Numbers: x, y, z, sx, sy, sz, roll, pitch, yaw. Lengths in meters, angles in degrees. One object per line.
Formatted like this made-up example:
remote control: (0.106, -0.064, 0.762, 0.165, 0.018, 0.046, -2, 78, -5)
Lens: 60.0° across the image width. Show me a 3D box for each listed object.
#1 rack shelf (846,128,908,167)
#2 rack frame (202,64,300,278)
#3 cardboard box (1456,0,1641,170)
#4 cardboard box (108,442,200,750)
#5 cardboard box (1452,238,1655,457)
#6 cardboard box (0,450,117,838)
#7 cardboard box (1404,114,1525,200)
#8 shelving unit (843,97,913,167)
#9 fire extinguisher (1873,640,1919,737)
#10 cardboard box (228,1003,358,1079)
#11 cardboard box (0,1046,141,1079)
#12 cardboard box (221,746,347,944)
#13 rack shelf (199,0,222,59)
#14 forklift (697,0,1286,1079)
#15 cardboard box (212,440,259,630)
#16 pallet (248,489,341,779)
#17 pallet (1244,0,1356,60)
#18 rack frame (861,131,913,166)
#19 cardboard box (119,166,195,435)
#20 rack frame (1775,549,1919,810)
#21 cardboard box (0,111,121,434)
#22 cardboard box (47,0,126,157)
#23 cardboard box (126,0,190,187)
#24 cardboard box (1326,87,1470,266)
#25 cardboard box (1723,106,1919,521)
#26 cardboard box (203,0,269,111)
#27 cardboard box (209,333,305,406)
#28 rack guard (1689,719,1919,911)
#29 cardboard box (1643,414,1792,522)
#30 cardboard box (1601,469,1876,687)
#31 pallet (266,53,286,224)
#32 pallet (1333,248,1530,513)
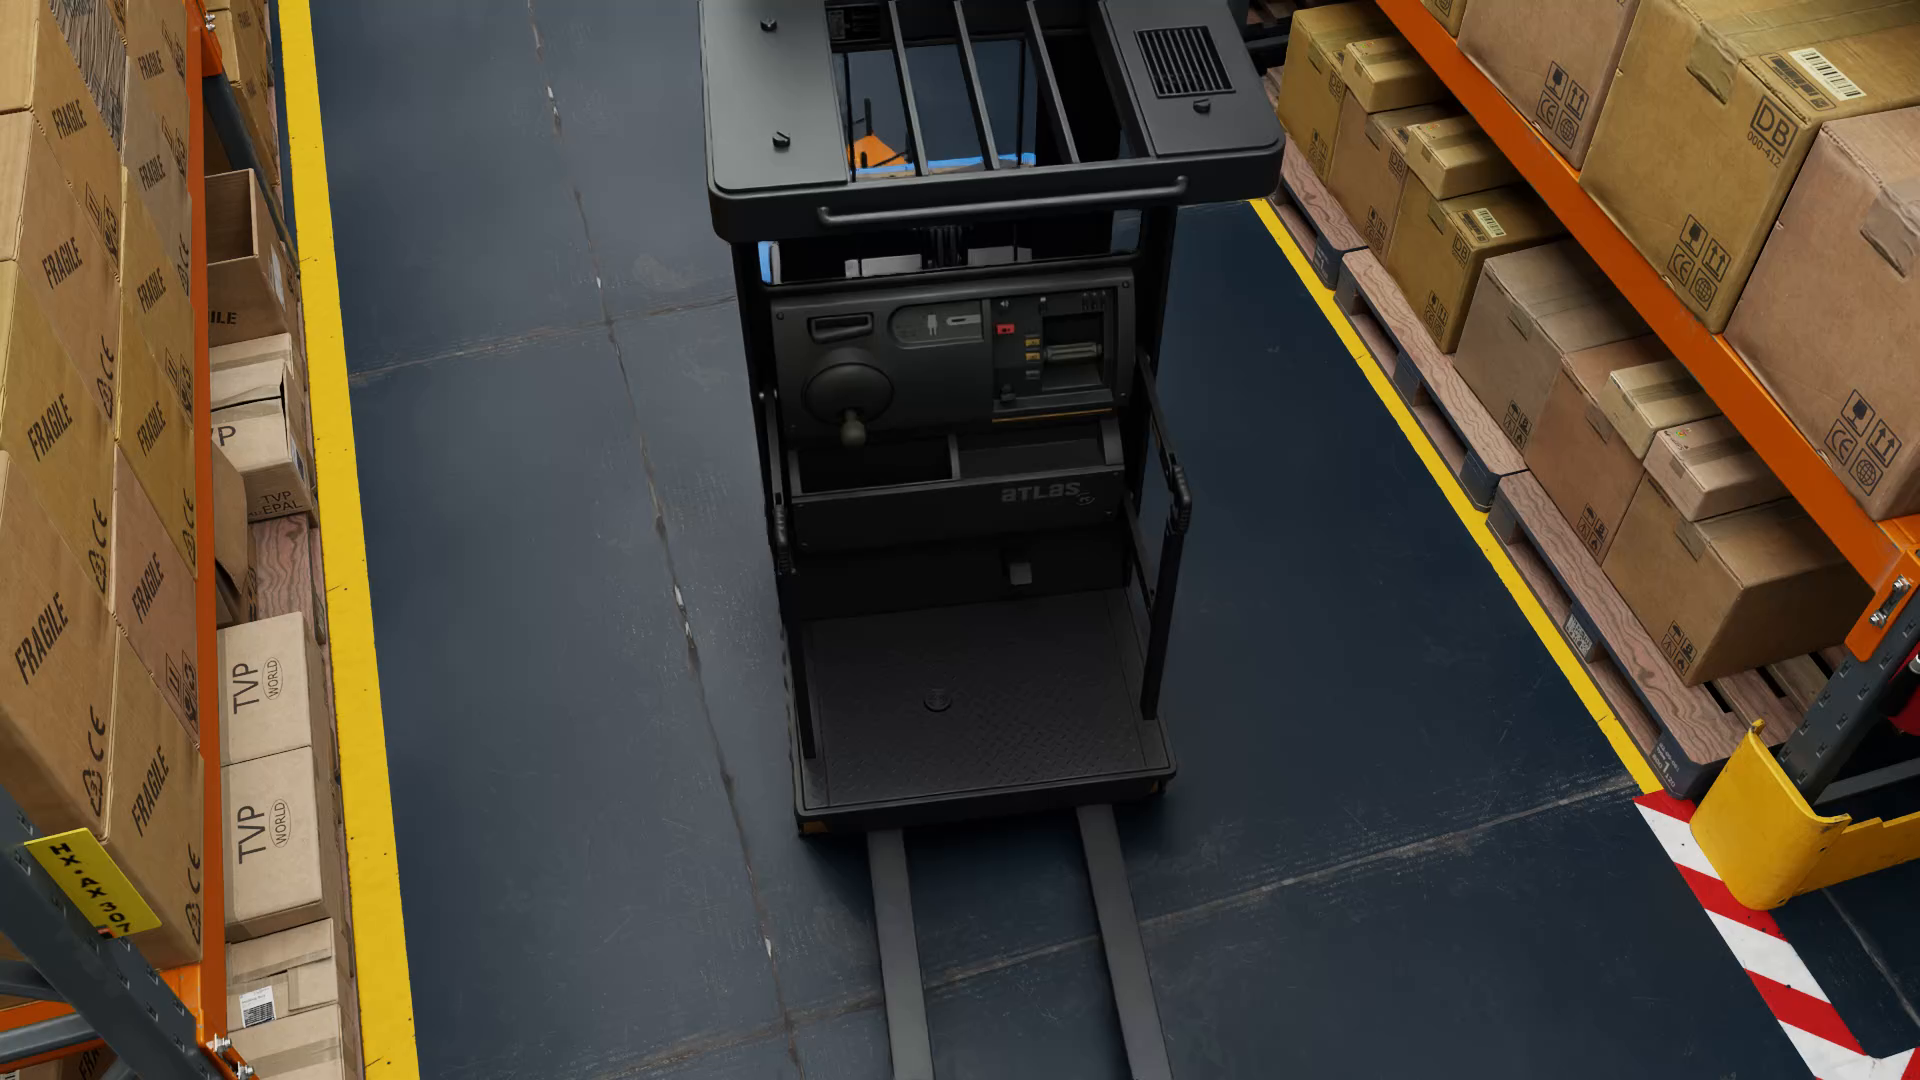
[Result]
rack shelf: (-0.310, -1.216, 5.726, 0.215, 0.259, 0.240, -30, 54, -23)
rack frame: (-3.128, -1.948, 5.431, 1.000, 3.000, 0.127, -13, 51, -11)
cardboard box: (2.183, -1.704, 5.029, 0.980, 0.700, 0.700, -16, 52, -13)
cardboard box: (-1.982, 0.182, 3.570, 0.500, 0.500, 0.500, -14, 51, -11)
cardboard box: (2.186, -0.700, 5.739, 0.700, 0.500, 0.500, -15, 51, -12)
cardboard box: (-1.824, 0.235, 2.871, 0.500, 0.500, 0.500, -12, 51, -10)
cardboard box: (1.808, -1.368, 5.877, 0.380, 0.149, 0.250, -15, 51, -12)
shelving unit: (-0.305, -1.035, 5.931, 0.215, 1.050, 0.252, -30, 54, -23)
fire extinguisher: (2.390, 0.210, 3.905, 0.296, 0.674, 0.183, -13, 51, -11)
cardboard box: (-1.741, 1.367, 4.213, 0.380, 0.149, 0.250, -13, 51, -11)
cardboard box: (-2.341, 1.296, 4.043, 0.500, 0.500, 0.500, -13, 51, -11)
cardboard box: (-1.983, 0.891, 4.547, 0.500, 0.250, 0.500, -13, 51, -11)
rack shelf: (-3.719, -3.177, 6.937, 1.077, 0.370, 4.000, -13, 51, -11)
forklift: (0.021, -0.359, 4.136, 1.130, 2.935, 3.031, -6, 50, -5)
cardboard box: (-2.567, 0.086, 5.061, 0.797, 0.503, 0.637, -13, 51, -11)
pallet: (-2.561, 0.345, 5.321, 1.003, 0.211, 1.213, -13, 51, -11)
pallet: (1.303, -2.719, 7.904, 1.003, 0.211, 1.213, -13, 51, -11)
rack frame: (-0.232, -0.963, 5.865, 0.200, 1.050, 0.008, -30, 54, -23)
cardboard box: (-2.274, -0.551, 4.187, 0.500, 0.500, 0.500, -13, 51, -10)
rack frame: (2.786, -0.150, 3.914, 1.000, 3.000, 0.127, -13, 51, -11)
cardboard box: (-2.129, -0.512, 3.500, 0.500, 0.500, 0.500, -13, 51, -10)
cardboard box: (-2.428, -1.250, 4.123, 0.500, 0.500, 0.500, -13, 51, -11)
cardboard box: (-2.581, -1.297, 4.816, 0.500, 0.500, 0.500, -12, 51, -10)
cardboard box: (1.872, -1.464, 6.382, 0.700, 0.500, 0.500, -14, 51, -11)
cardboard box: (2.626, -0.616, 4.112, 0.980, 0.700, 0.700, -11, 51, -9)
cardboard box: (-3.207, -2.080, 6.889, 0.500, 0.500, 0.500, -13, 51, -10)
cardboard box: (-2.520, -0.559, 5.836, 0.380, 0.149, 0.250, -13, 51, -11)
rack guard: (2.793, 0.674, 4.855, 1.175, 0.500, 0.348, -13, 51, -11)
cardboard box: (2.271, -0.229, 4.918, 0.380, 0.149, 0.250, -14, 51, -11)
cardboard box: (2.483, 0.032, 5.121, 0.700, 0.500, 0.500, -13, 51, -11)
pallet: (-3.405, -1.635, 6.990, 1.003, 0.211, 1.213, -13, 51, -11)
pallet: (2.118, -0.706, 6.208, 1.003, 0.211, 1.213, -13, 51, -11)
